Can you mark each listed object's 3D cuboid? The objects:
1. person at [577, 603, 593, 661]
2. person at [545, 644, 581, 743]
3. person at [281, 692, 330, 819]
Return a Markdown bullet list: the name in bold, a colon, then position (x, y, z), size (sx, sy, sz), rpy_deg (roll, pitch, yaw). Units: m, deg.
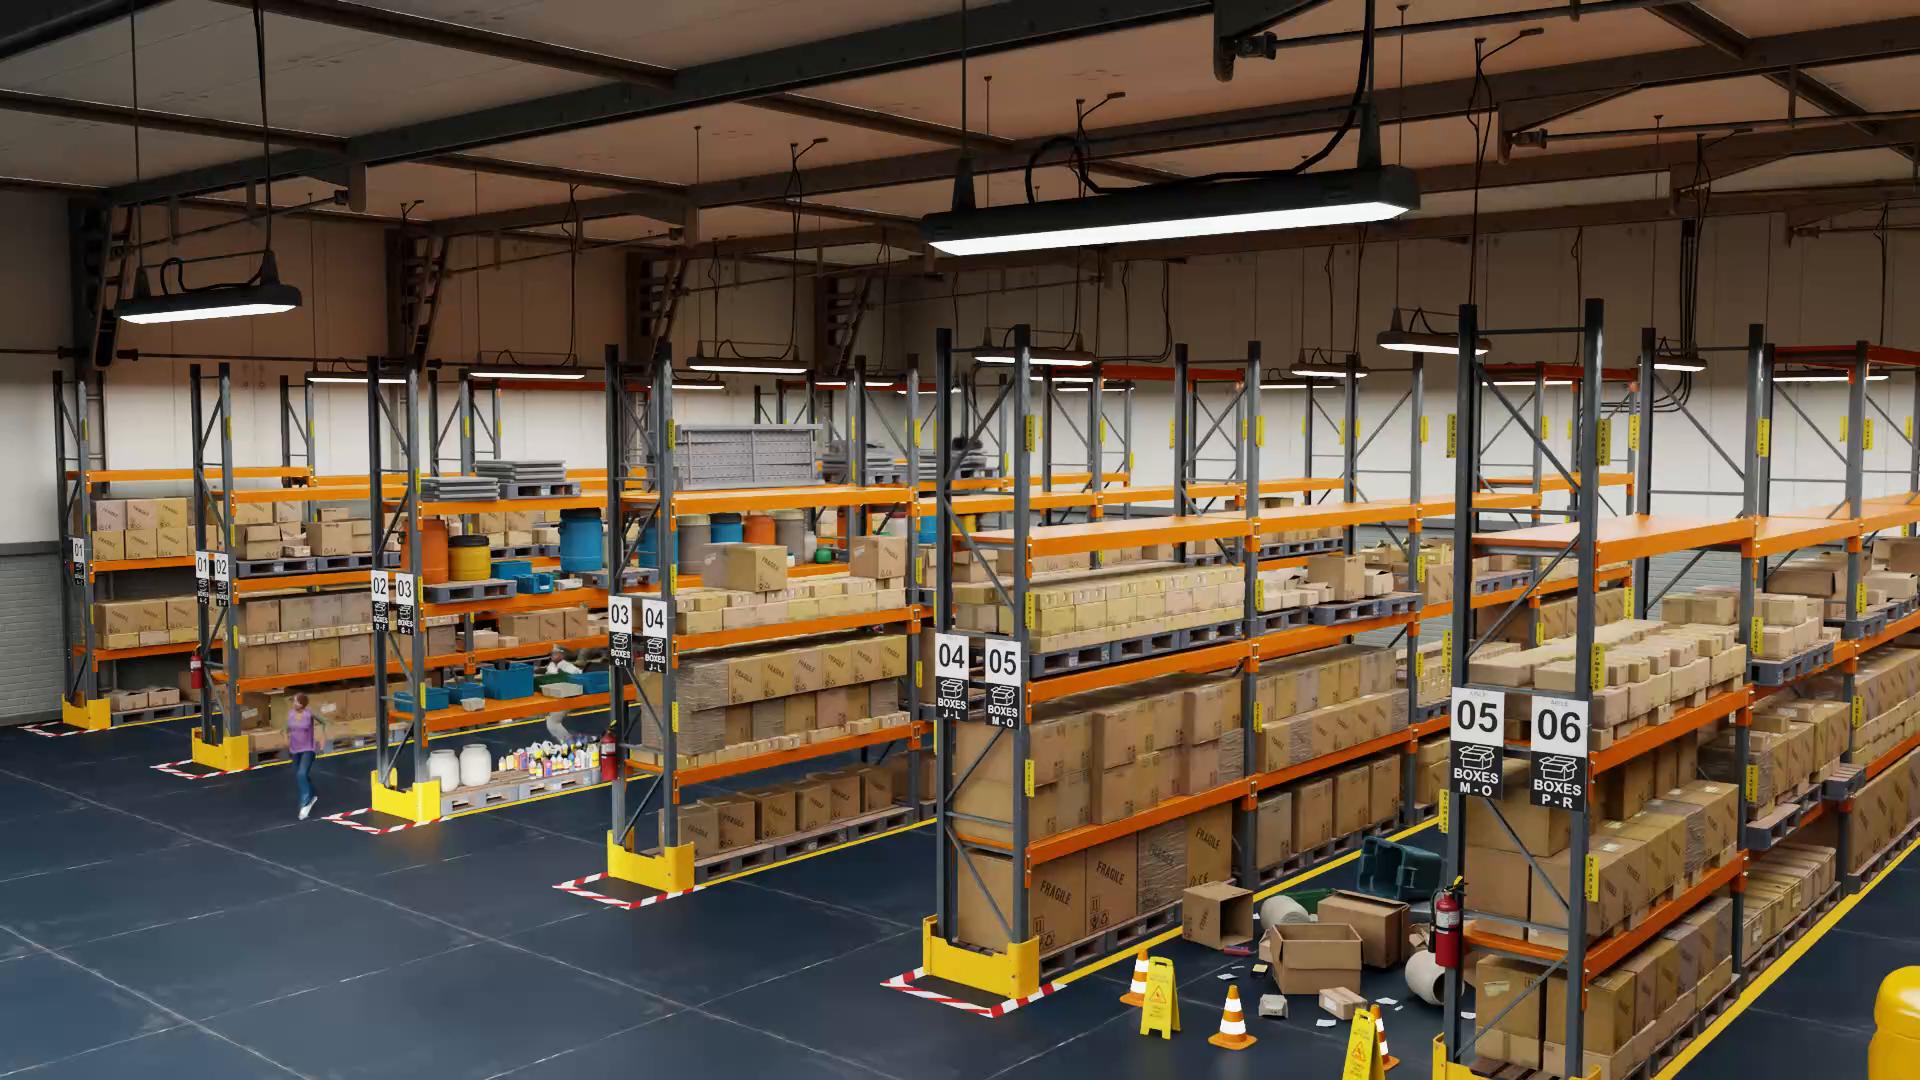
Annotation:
- **person**: position (-7.179, 2.040, 31.843), size (0.545, 1.704, 1.092), rpy_deg (3, 5, 38)
- **person**: position (-6.145, 2.452, 25.355), size (0.646, 1.752, 0.655), rpy_deg (3, 5, 39)
- **person**: position (-8.581, 2.805, 21.759), size (0.549, 1.659, 0.717), rpy_deg (1, 4, 8)
